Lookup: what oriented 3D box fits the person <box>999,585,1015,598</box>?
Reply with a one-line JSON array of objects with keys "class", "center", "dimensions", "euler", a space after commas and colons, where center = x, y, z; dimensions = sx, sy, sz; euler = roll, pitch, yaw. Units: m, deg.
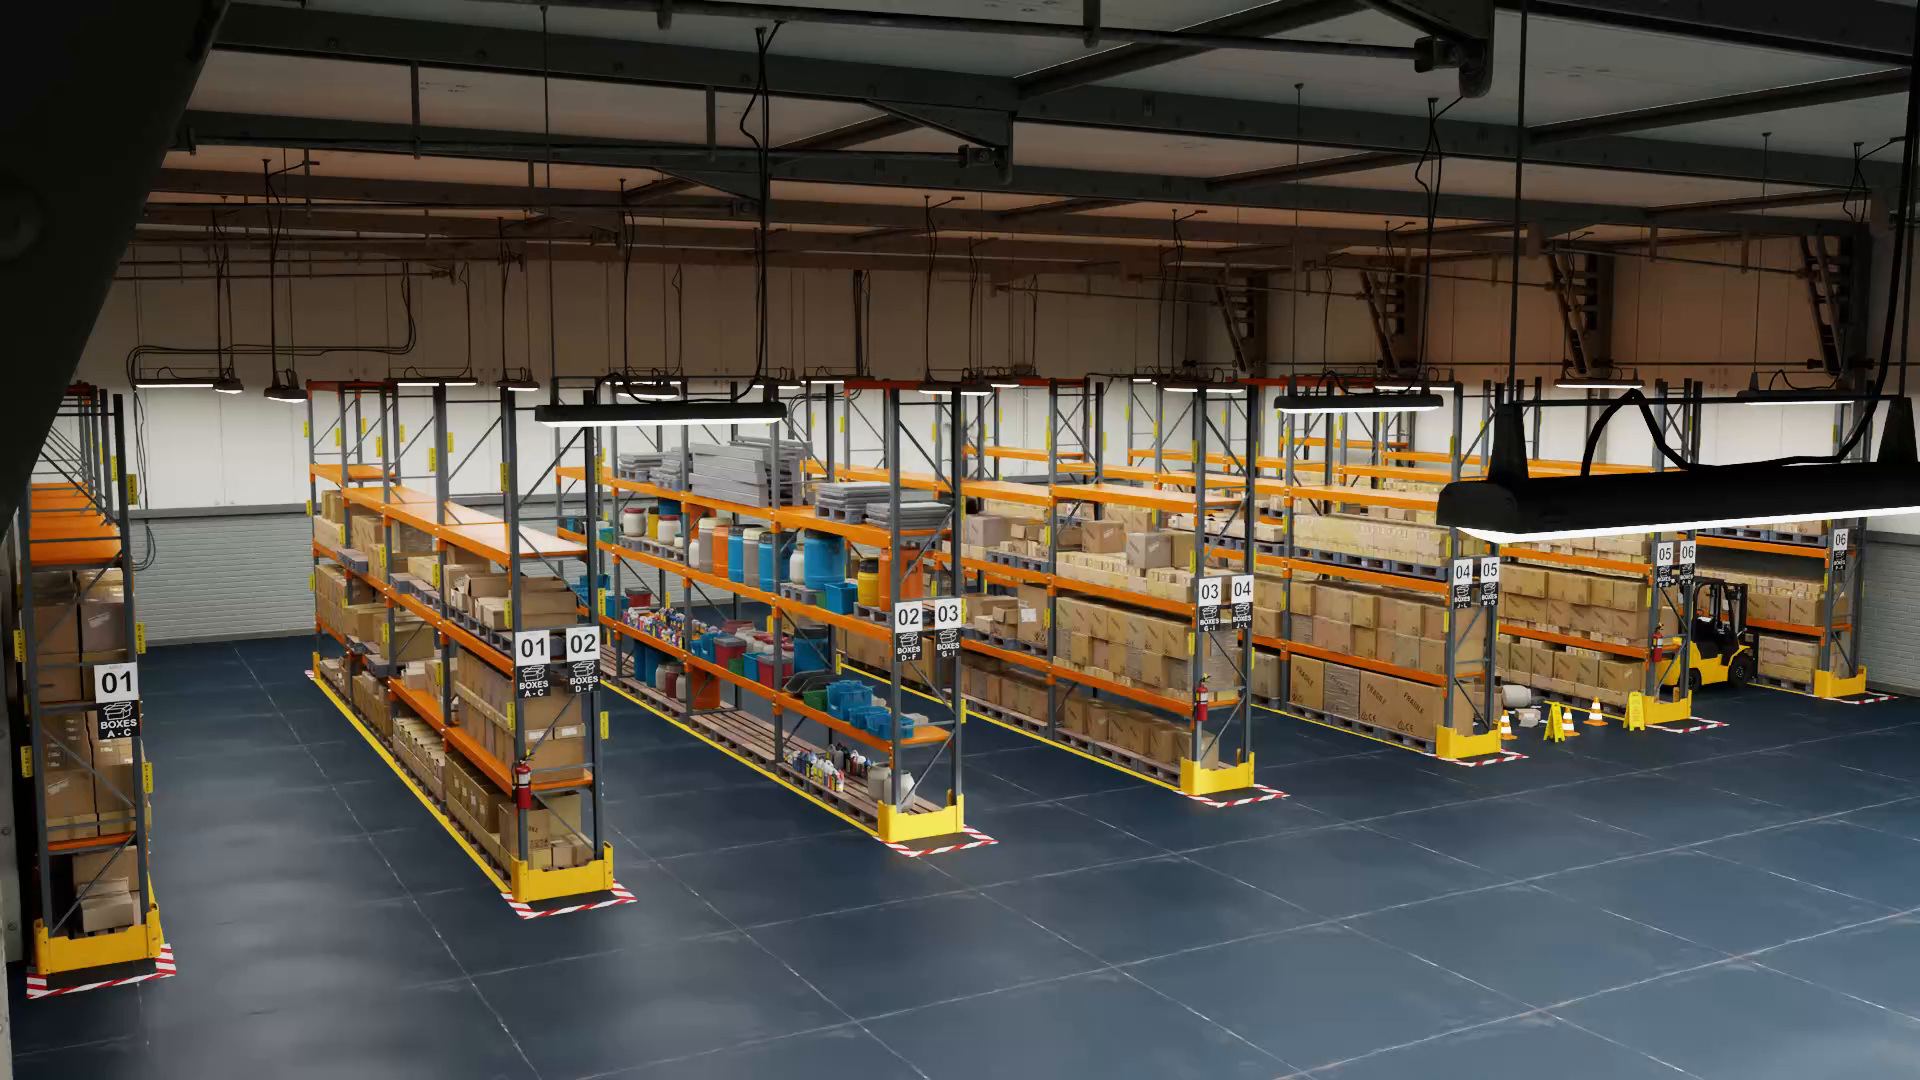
[{"class": "person", "center": [1.102, 1.085, 41.950], "dimensions": [0.845, 1.602, 0.619], "euler": [1, 6, 6]}]

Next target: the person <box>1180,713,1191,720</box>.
[{"class": "person", "center": [3.809, 2.324, 29.950], "dimensions": [0.664, 1.733, 1.081], "euler": [-5, 8, -38]}]
